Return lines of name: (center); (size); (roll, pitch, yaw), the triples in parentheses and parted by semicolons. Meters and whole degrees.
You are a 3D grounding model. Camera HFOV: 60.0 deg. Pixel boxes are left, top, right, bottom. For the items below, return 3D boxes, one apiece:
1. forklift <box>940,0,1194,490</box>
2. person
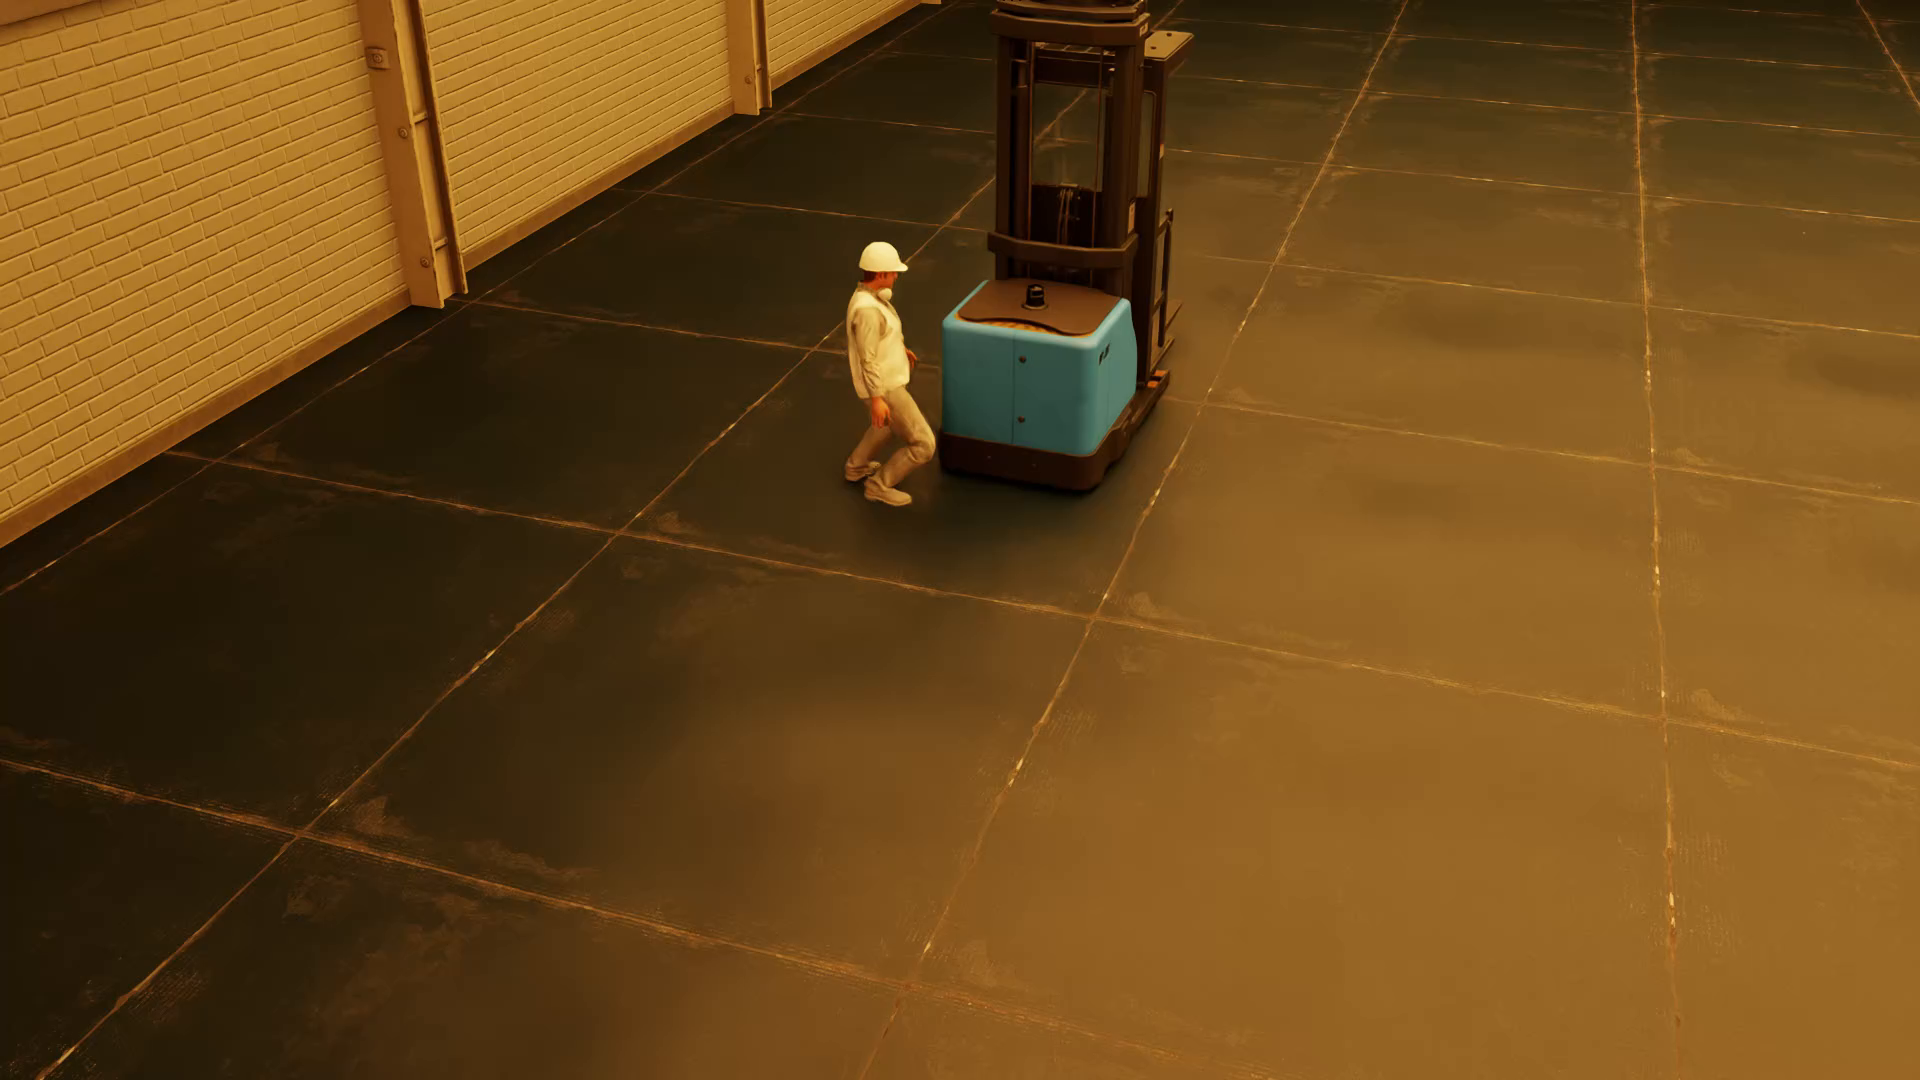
forklift: (0.870, -2.302, 11.175); (1.130, 2.935, 3.031); (11, 31, 18)
person: (-0.445, -1.006, 10.207); (0.594, 1.667, 0.916); (0, 30, 0)
